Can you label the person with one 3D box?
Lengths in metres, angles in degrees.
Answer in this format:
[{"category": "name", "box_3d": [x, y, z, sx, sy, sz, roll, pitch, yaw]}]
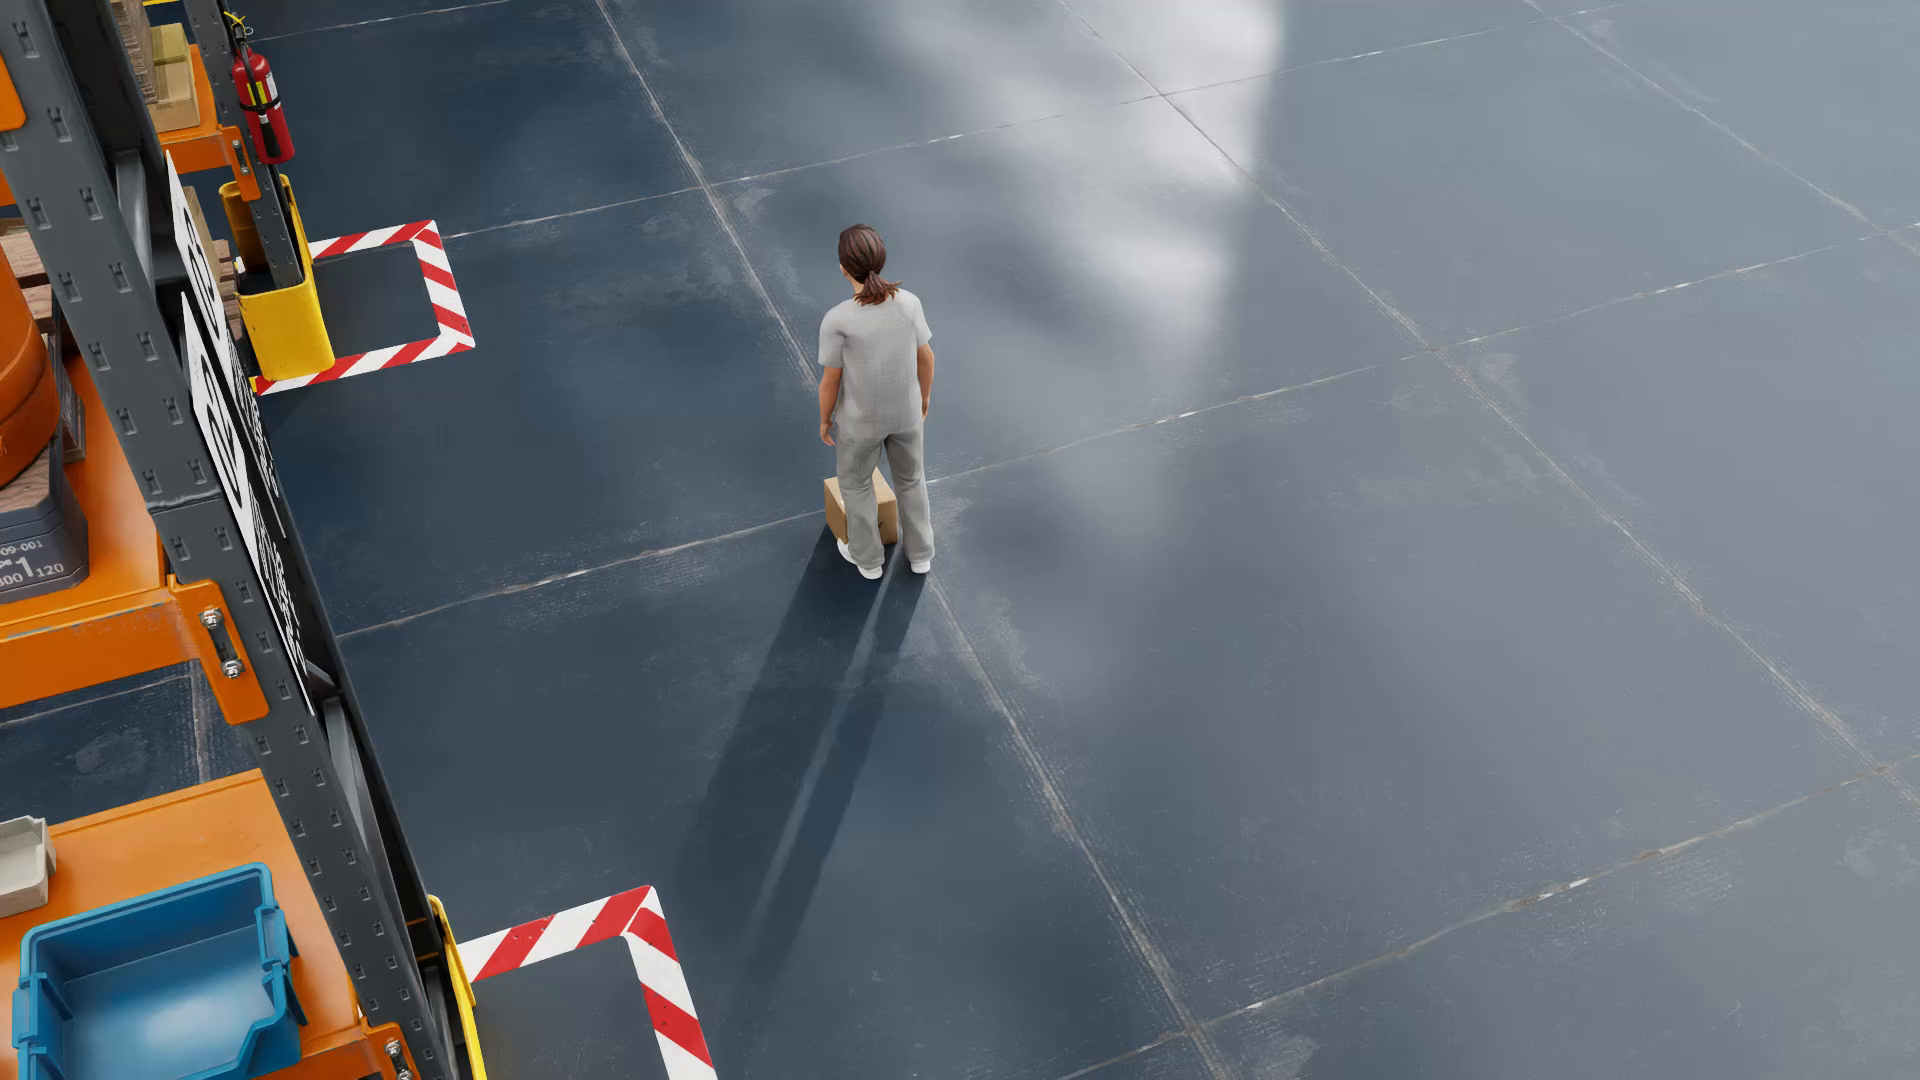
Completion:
[{"category": "person", "box_3d": [-0.345, -0.526, 6.746, 0.492, 1.673, 0.404, -16, 44, -17]}]
